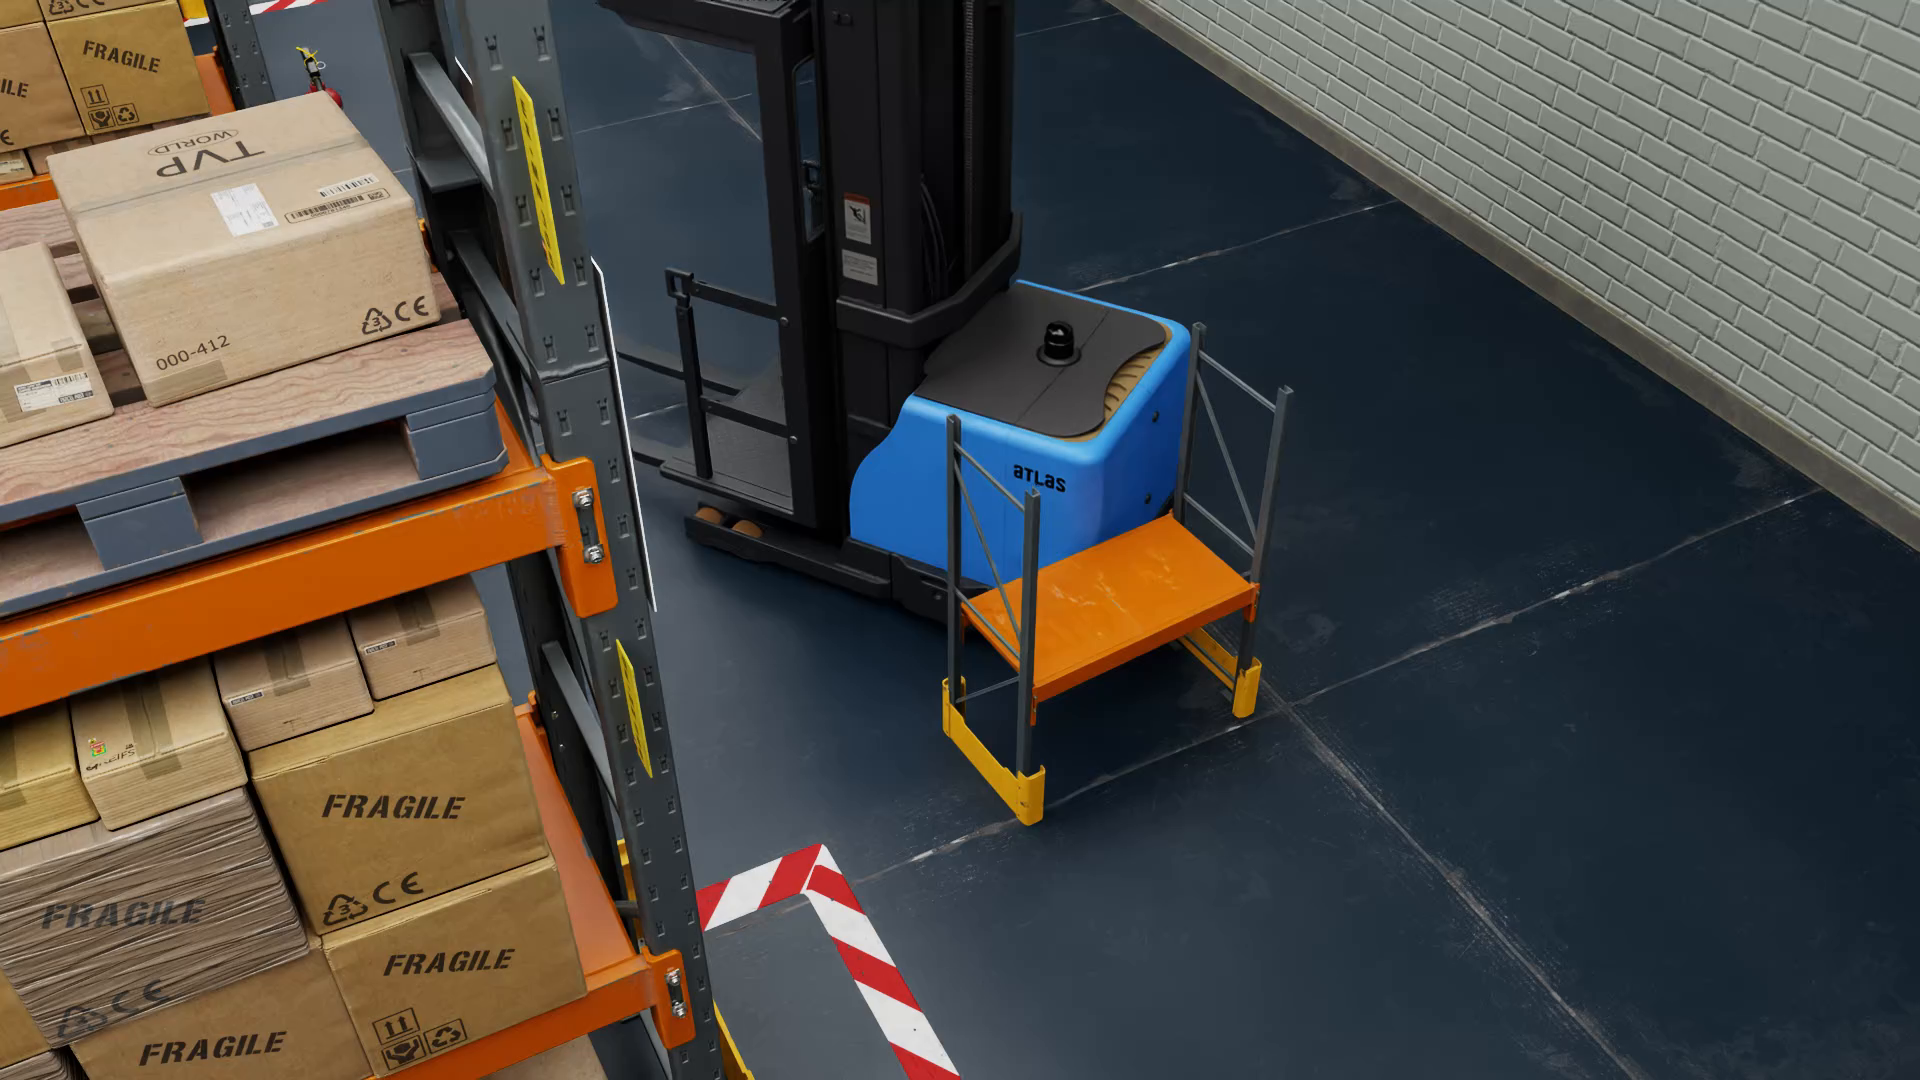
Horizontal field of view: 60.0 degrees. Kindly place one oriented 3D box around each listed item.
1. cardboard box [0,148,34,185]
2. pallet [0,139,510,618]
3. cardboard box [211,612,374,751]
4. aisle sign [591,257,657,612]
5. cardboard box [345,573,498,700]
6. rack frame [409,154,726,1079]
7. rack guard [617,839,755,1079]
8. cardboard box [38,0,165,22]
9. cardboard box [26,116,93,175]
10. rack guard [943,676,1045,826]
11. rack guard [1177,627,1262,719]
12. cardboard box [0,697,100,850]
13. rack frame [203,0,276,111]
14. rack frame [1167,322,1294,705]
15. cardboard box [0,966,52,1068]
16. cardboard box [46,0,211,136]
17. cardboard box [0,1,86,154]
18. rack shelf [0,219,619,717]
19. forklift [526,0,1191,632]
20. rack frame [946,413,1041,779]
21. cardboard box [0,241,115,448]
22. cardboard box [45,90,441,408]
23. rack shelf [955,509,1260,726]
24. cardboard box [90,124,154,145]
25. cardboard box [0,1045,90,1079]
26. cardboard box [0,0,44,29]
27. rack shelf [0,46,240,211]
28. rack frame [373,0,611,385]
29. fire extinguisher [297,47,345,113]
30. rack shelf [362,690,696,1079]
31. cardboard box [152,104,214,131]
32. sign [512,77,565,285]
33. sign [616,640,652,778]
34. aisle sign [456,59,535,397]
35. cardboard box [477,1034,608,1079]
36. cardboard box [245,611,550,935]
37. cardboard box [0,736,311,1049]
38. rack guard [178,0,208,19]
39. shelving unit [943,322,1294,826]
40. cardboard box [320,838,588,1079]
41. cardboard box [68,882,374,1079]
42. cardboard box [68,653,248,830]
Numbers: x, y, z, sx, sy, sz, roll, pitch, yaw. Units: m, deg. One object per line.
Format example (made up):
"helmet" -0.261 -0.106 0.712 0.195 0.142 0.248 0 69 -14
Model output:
"cardboard box" -4.115 -1.658 7.082 0.250 0.149 0.380 -17 43 -20
"pallet" -1.565 -0.316 3.049 1.213 0.211 1.003 -19 44 -21
"cardboard box" -1.351 0.211 3.325 0.250 0.149 0.380 -18 43 -20
"aisle sign" -0.705 -0.269 3.234 0.004 0.787 0.394 -19 44 -21
"cardboard box" -1.137 0.122 3.431 0.250 0.149 0.380 -18 43 -20
"rack frame" -0.912 0.567 4.258 0.127 3.000 1.000 -19 44 -21
"rack guard" -0.890 1.514 5.074 0.348 0.500 1.175 -19 44 -21
"cardboard box" -3.579 -2.493 6.792 0.500 0.500 0.500 -19 44 -22
"cardboard box" -3.900 -1.748 7.187 0.250 0.149 0.380 -19 44 -21
"rack guard" 0.118 0.771 6.146 0.087 0.250 0.587 -22 45 -24
"rack guard" 0.959 0.426 6.553 0.087 0.250 0.587 -22 45 -24
"cardboard box" -1.784 0.388 3.116 0.250 0.149 0.380 -18 43 -20
"rack frame" -3.288 -2.239 7.573 0.127 3.000 1.000 -19 44 -21
"rack frame" 0.960 -0.051 6.150 0.032 1.500 0.500 -22 45 -24
"cardboard box" -2.119 0.746 3.195 0.500 0.500 0.500 -19 44 -21
"cardboard box" -3.567 -2.109 7.112 0.500 0.500 0.500 -18 43 -20
"cardboard box" -4.027 -1.958 6.934 0.500 0.500 0.500 -19 44 -21
"rack shelf" -2.685 0.294 2.816 4.000 0.370 1.077 -19 44 -21
"forklift" -0.613 -1.318 6.538 3.031 2.935 1.130 18 44 21
"rack frame" 0.102 0.301 5.734 0.032 1.500 0.500 -22 45 -24
"cardboard box" -1.604 -0.323 2.781 0.250 0.149 0.380 -22 45 -24
"cardboard box" -1.269 -0.533 2.950 0.500 0.250 0.500 -23 45 -24
"rack shelf" 0.531 0.262 6.058 1.000 0.185 0.538 -22 45 -24
"cardboard box" -3.684 -1.831 7.286 0.250 0.149 0.380 -19 44 -21
"cardboard box" -2.121 1.125 3.522 0.500 0.500 0.500 -17 43 -19
"cardboard box" -4.028 -2.342 6.614 0.500 0.500 0.500 -20 44 -22
"rack shelf" -5.062 -1.368 7.101 4.000 0.370 1.077 -19 44 -21
"rack frame" -0.912 -1.722 2.320 0.127 3.000 1.000 -19 44 -21
"fire extinguisher" -2.851 -1.878 7.495 0.183 0.674 0.296 -19 44 -21
"rack shelf" -2.685 1.439 3.785 4.000 0.370 1.077 -19 44 -21
"cardboard box" -3.446 -1.884 7.348 0.250 0.149 0.380 -19 44 -21
"sign" -0.673 -0.570 2.656 0.005 0.325 0.100 -19 44 -21
"sign" -0.673 0.350 3.435 0.005 0.325 0.100 -19 44 -21
"aisle sign" -0.982 -0.613 3.640 0.004 0.787 0.394 -19 44 -21
"cardboard box" -1.451 1.639 4.650 0.875 0.438 0.875 -20 44 -22
"cardboard box" -1.229 0.428 3.572 0.500 0.500 0.500 -17 43 -19
"cardboard box" -1.679 0.601 3.367 0.500 0.500 0.500 -18 44 -20
"rack guard" -5.468 -4.164 11.783 0.348 0.500 1.175 -19 44 -21
"shelving unit" 0.539 0.121 5.946 1.083 1.500 0.587 -22 45 -24
"cardboard box" -1.217 0.825 3.877 0.500 0.500 0.500 -18 44 -20
"cardboard box" -1.669 0.966 3.710 0.500 0.500 0.500 -20 44 -22
"cardboard box" -1.541 0.337 3.177 0.250 0.149 0.380 -19 44 -21
